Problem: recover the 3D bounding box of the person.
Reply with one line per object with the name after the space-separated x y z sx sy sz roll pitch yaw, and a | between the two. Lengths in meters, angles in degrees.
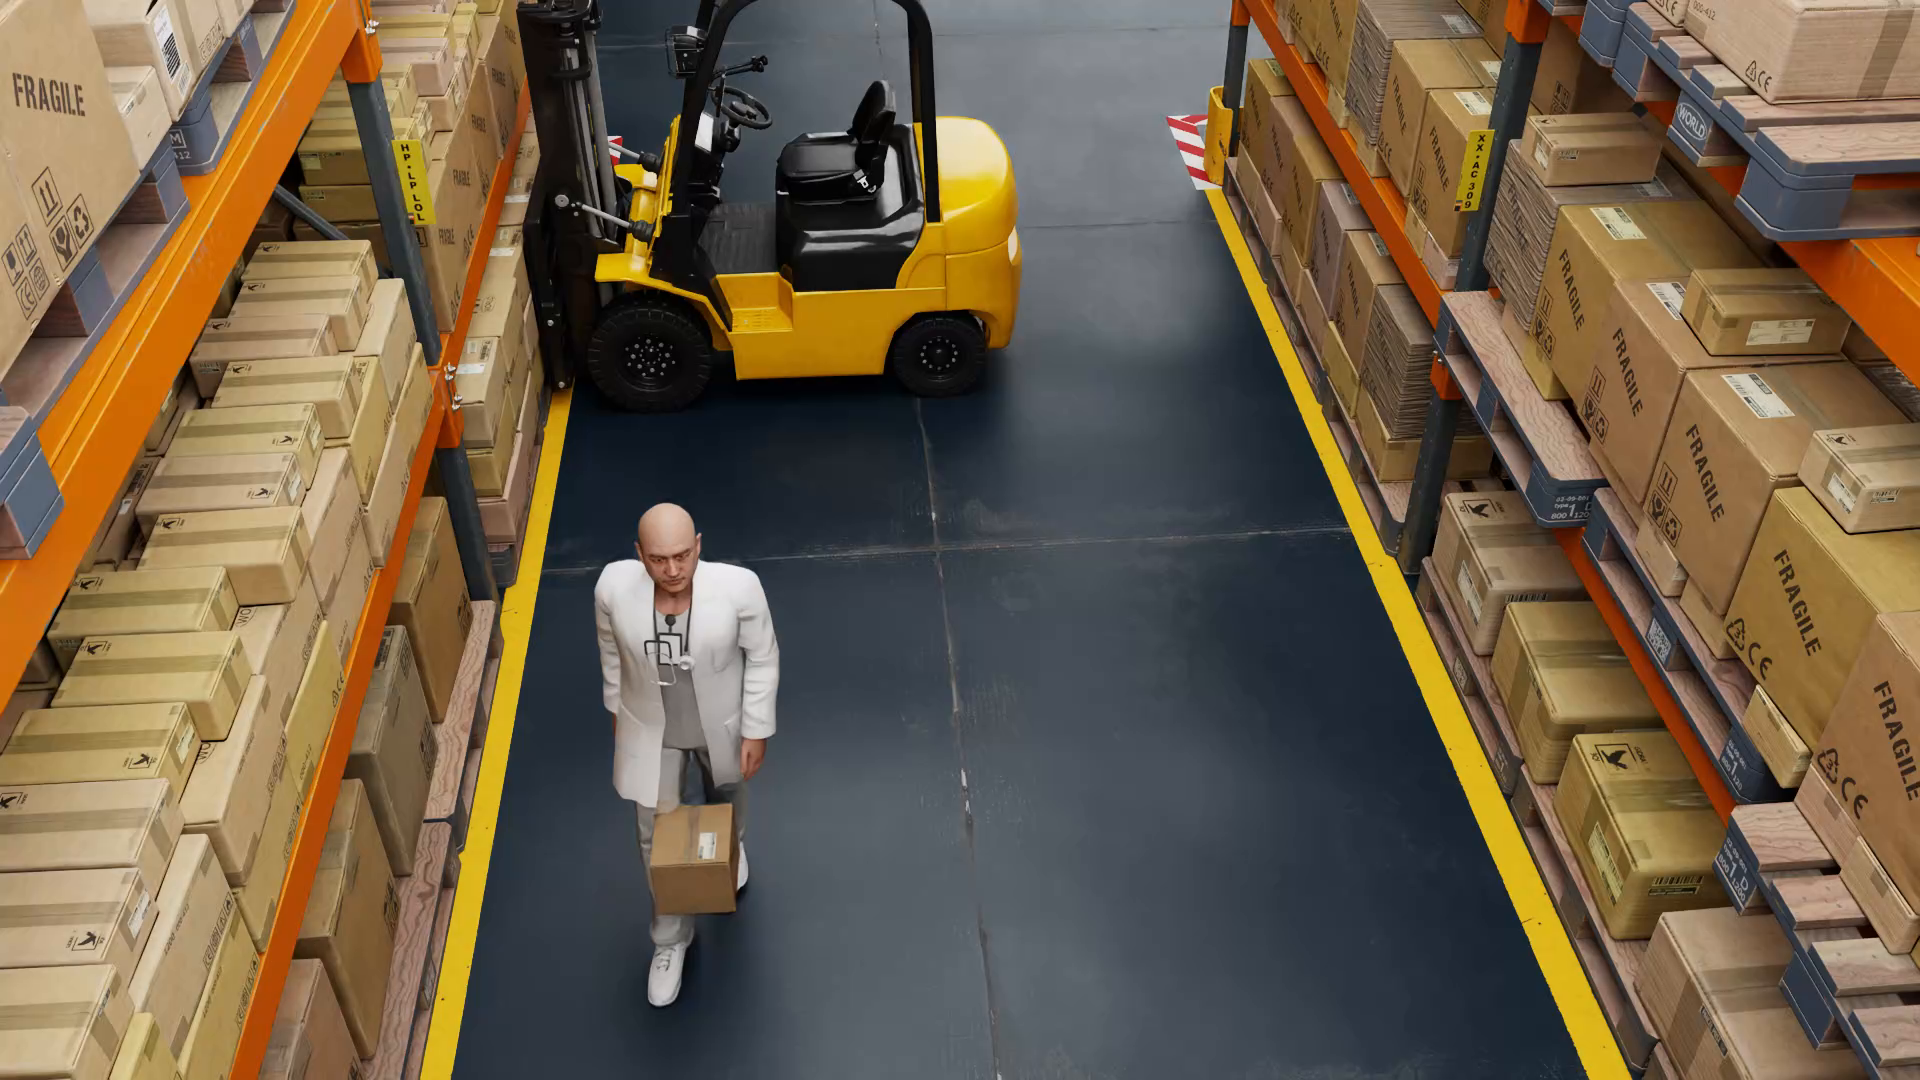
-0.857 0.626 5.356 0.588 1.755 0.855 -4 39 -4 | person
